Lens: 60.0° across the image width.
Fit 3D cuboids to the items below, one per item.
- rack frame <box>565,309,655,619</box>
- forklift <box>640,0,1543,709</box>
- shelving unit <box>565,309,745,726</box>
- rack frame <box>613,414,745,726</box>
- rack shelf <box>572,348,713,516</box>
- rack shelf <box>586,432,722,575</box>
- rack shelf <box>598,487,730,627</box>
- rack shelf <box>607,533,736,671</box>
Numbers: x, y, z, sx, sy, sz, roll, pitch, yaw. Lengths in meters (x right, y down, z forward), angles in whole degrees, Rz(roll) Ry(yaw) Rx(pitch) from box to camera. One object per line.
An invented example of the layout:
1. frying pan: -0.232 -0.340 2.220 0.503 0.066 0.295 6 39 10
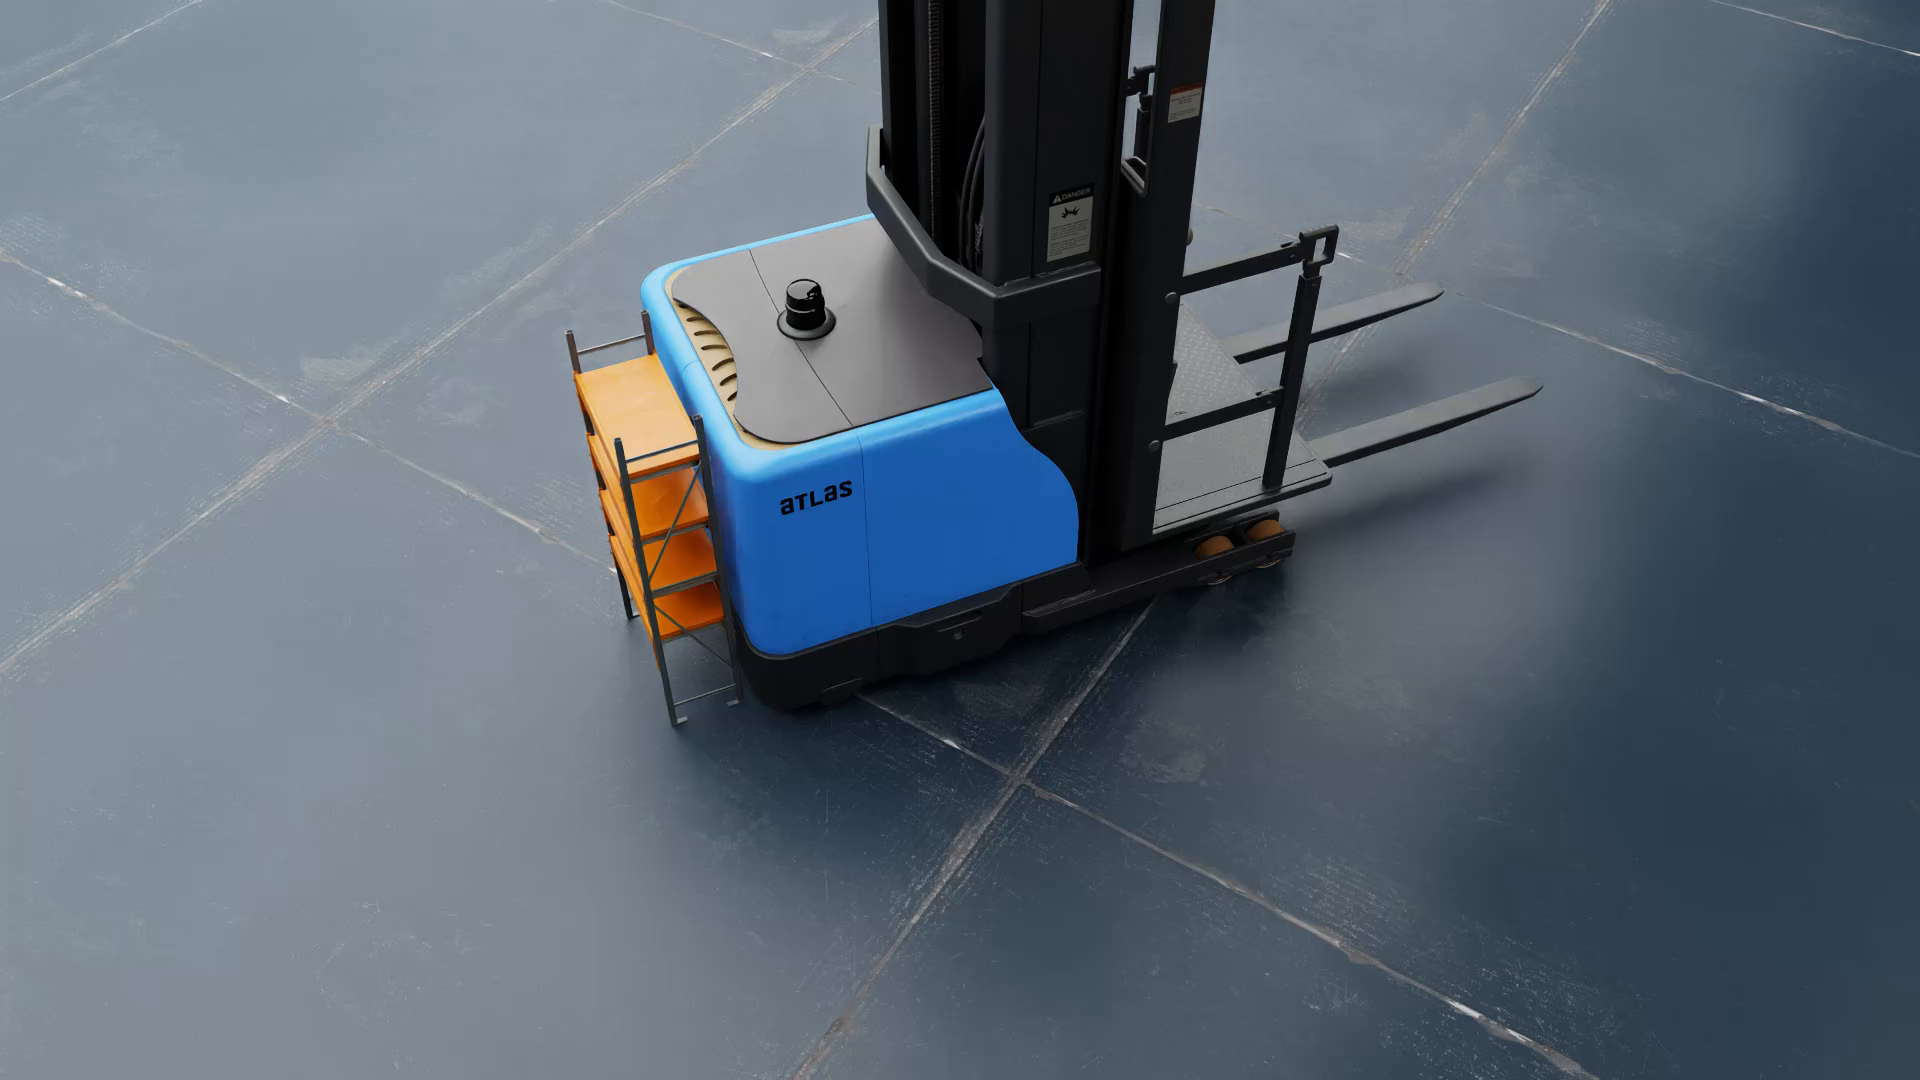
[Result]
1. rack frame: -0.992 -0.196 5.104 0.240 1.200 0.015 -18 48 -17
2. forklift: 0.578 -1.202 4.875 3.031 2.935 1.130 -17 48 -16
3. shelving unit: -0.892 -0.036 4.948 0.258 1.200 0.503 -18 48 -17
4. rack frame: -0.793 0.124 4.793 0.240 1.200 0.015 -18 48 -17
5. rack shelf: -0.892 -0.310 4.667 0.258 0.148 0.480 -18 48 -17
6. rack shelf: -0.892 -0.145 4.836 0.258 0.148 0.480 -18 48 -17
7. rack shelf: -0.892 0.011 4.997 0.258 0.148 0.480 -18 48 -17
8. rack shelf: -0.892 0.149 5.139 0.258 0.148 0.480 -18 48 -17
